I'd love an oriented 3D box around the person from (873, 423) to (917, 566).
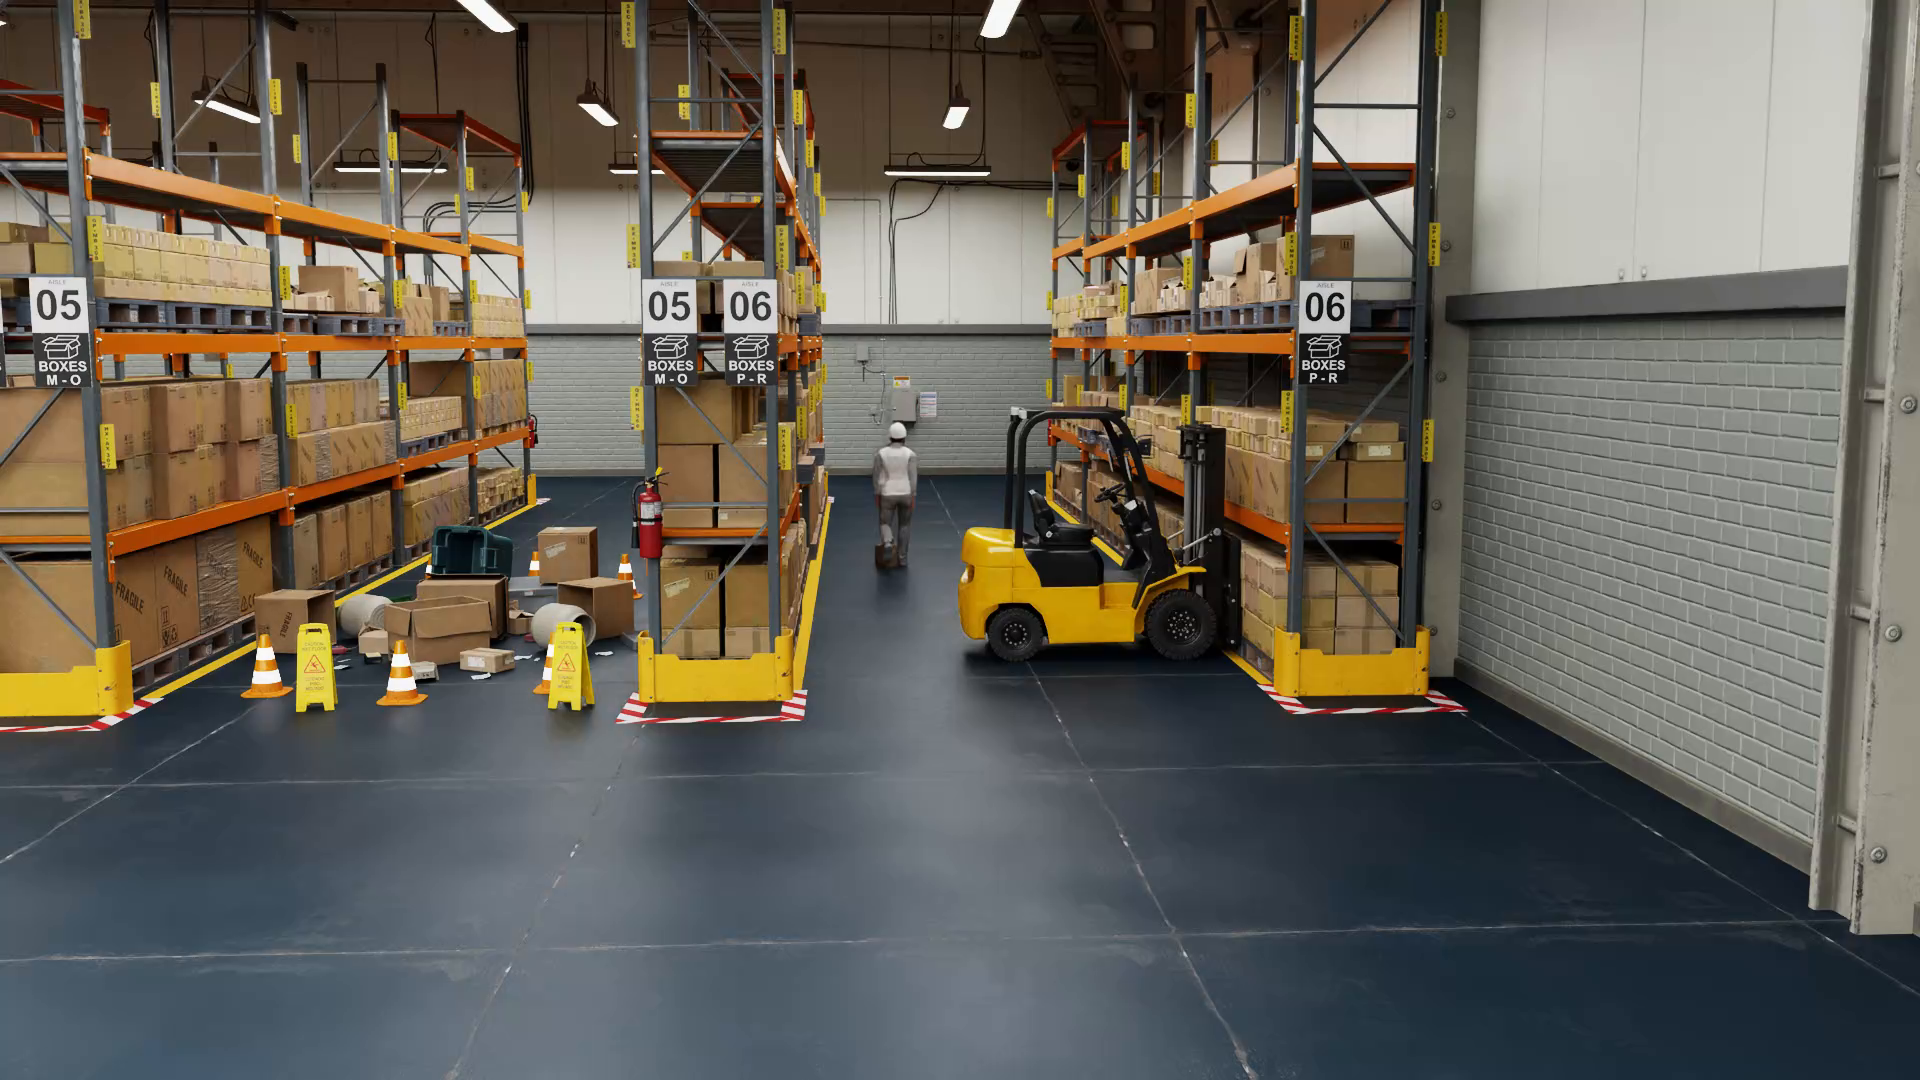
[{"bbox_3d":[-0.785,-0.546,20.109,0.536,1.748,0.736,0,7,-3],"label":"person"}]
